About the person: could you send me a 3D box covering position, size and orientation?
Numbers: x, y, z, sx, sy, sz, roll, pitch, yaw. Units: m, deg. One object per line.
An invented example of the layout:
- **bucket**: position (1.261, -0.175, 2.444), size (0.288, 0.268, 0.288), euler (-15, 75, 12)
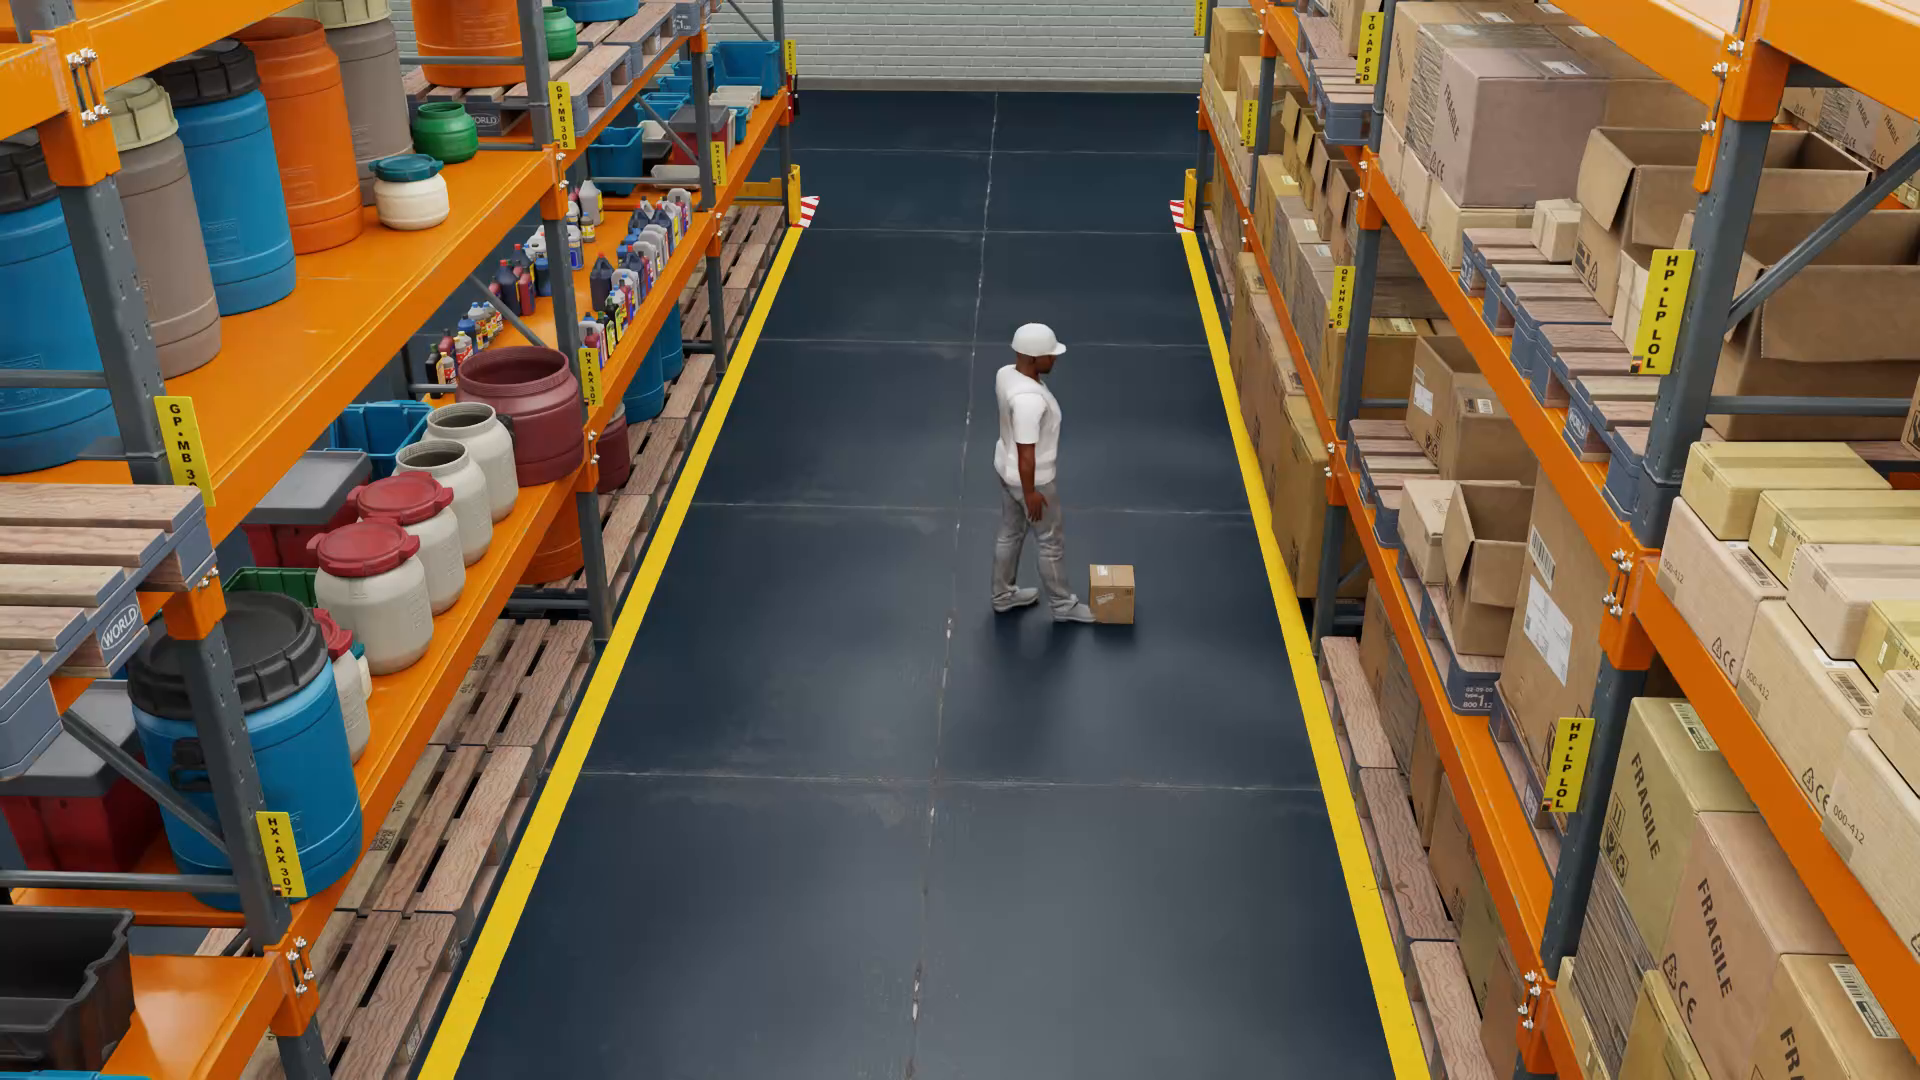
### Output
- **person**: position (0.486, -0.391, 9.311), size (0.620, 1.760, 0.596), euler (-7, 29, -13)
